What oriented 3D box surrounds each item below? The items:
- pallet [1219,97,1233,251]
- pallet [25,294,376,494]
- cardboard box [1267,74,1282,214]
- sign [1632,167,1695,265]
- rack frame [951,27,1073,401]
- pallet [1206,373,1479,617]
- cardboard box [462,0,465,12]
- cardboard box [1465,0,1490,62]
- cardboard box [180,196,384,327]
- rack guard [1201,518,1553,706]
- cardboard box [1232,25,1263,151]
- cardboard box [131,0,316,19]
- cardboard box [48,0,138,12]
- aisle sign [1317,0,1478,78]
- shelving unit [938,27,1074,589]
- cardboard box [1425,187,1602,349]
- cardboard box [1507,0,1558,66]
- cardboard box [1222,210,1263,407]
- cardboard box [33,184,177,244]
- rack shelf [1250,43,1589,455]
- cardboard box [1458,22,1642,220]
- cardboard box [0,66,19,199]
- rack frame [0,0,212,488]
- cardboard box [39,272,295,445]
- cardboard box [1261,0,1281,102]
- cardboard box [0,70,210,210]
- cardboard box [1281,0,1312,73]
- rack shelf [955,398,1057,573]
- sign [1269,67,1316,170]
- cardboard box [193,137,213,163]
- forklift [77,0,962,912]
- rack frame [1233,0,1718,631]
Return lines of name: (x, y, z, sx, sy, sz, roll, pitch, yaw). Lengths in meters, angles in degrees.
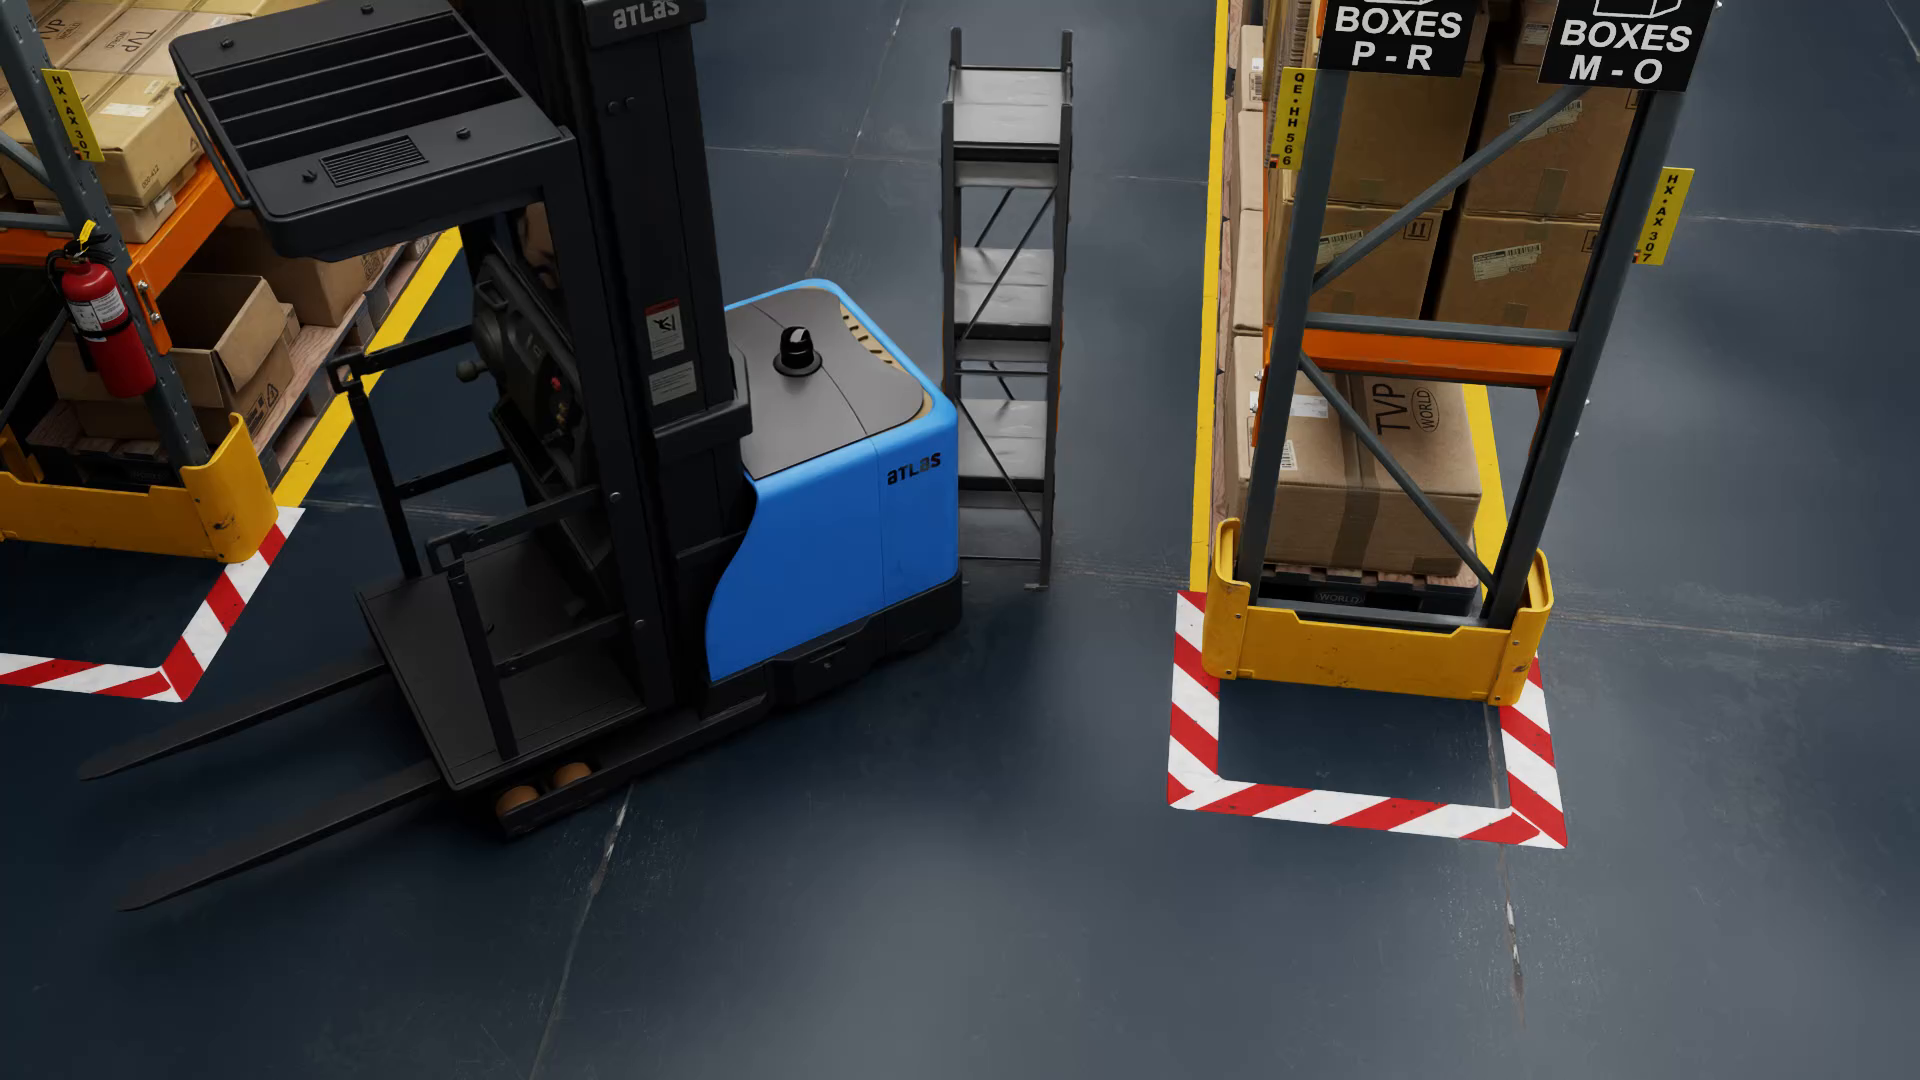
pallet: (1.858, -1.862, 8.563, 1.003, 0.211, 1.213, 5, 44, 6)
pallet: (-3.299, -0.691, 7.326, 1.003, 0.211, 1.213, 5, 44, 6)
cardboard box: (1.390, -1.389, 5.963, 0.500, 0.500, 0.500, 4, 44, 5)
sign: (2.057, -0.948, 4.882, 0.100, 0.325, 0.005, 5, 44, 6)
rack frame: (0.170, -0.916, 6.191, 0.400, 2.100, 0.015, 2, 43, 2)
pallet: (1.536, -0.199, 6.807, 1.003, 0.211, 1.213, 5, 44, 6)
cardboard box: (-2.597, -3.388, 9.659, 0.500, 0.500, 0.500, 7, 44, 7)
cardboard box: (1.356, -1.557, 4.941, 0.380, 0.149, 0.250, 6, 44, 6)
cardboard box: (-3.087, -1.340, 7.496, 0.700, 0.500, 0.500, 7, 44, 7)
rack guard: (1.504, 0.265, 6.107, 1.175, 0.500, 0.348, 5, 44, 6)
cardboard box: (1.847, -2.189, 8.439, 0.875, 0.438, 0.875, 5, 44, 5)
cardboard box: (-2.956, -2.136, 6.717, 0.500, 0.250, 0.500, 4, 44, 5)
cardboard box: (-3.476, -2.188, 6.771, 0.500, 0.250, 0.500, 7, 44, 7)
aisle sign: (1.191, -1.582, 4.349, 0.394, 0.787, 0.004, 5, 44, 6)
shelving unit: (0.158, -0.749, 6.014, 0.431, 2.100, 0.503, 2, 43, 2)
cardboard box: (1.855, -0.997, 5.548, 0.500, 0.500, 0.500, 5, 44, 5)
cardboard box: (1.829, -1.511, 4.892, 0.380, 0.149, 0.250, 6, 44, 6)
cardboard box: (1.608, -0.965, 7.145, 0.875, 0.438, 0.875, 6, 44, 7)
cardboard box: (-3.098, -1.216, 6.035, 0.380, 0.149, 0.250, 5, 44, 5)
rack shelf: (1.772, -1.761, 6.952, 1.077, 0.370, 4.000, 5, 44, 6)
cardboard box: (1.853, -1.360, 5.205, 0.500, 0.500, 0.500, 4, 44, 5)
cardboard box: (-3.615, -1.499, 6.044, 0.500, 0.250, 0.500, 6, 44, 7)
rack frame: (-3.413, -1.108, 5.739, 1.000, 3.000, 0.127, 5, 44, 6)
cardboard box: (-3.238, -0.762, 6.884, 0.797, 0.503, 0.637, 4, 44, 4)
cardboard box: (1.504, -2.094, 6.707, 0.500, 0.500, 0.500, 6, 44, 7)
cardboard box: (-3.086, -1.446, 5.989, 0.500, 0.250, 0.500, 5, 44, 6)
cardboard box: (1.375, -1.768, 5.635, 0.500, 0.500, 0.500, 5, 44, 6)
rack shelf: (0.158, -0.231, 6.504, 0.431, 0.518, 0.480, 2, 43, 2)
sign: (0.971, -1.225, 4.847, 0.100, 0.325, 0.005, 5, 44, 6)
cardboard box: (-3.110, -1.576, 6.415, 0.380, 0.149, 0.250, 5, 44, 5)
forklift: (-1.517, -0.479, 5.124, 3.031, 2.935, 1.130, -23, 48, -22)
rack frame: (1.507, -0.659, 5.265, 1.000, 3.000, 0.127, 5, 44, 6)
